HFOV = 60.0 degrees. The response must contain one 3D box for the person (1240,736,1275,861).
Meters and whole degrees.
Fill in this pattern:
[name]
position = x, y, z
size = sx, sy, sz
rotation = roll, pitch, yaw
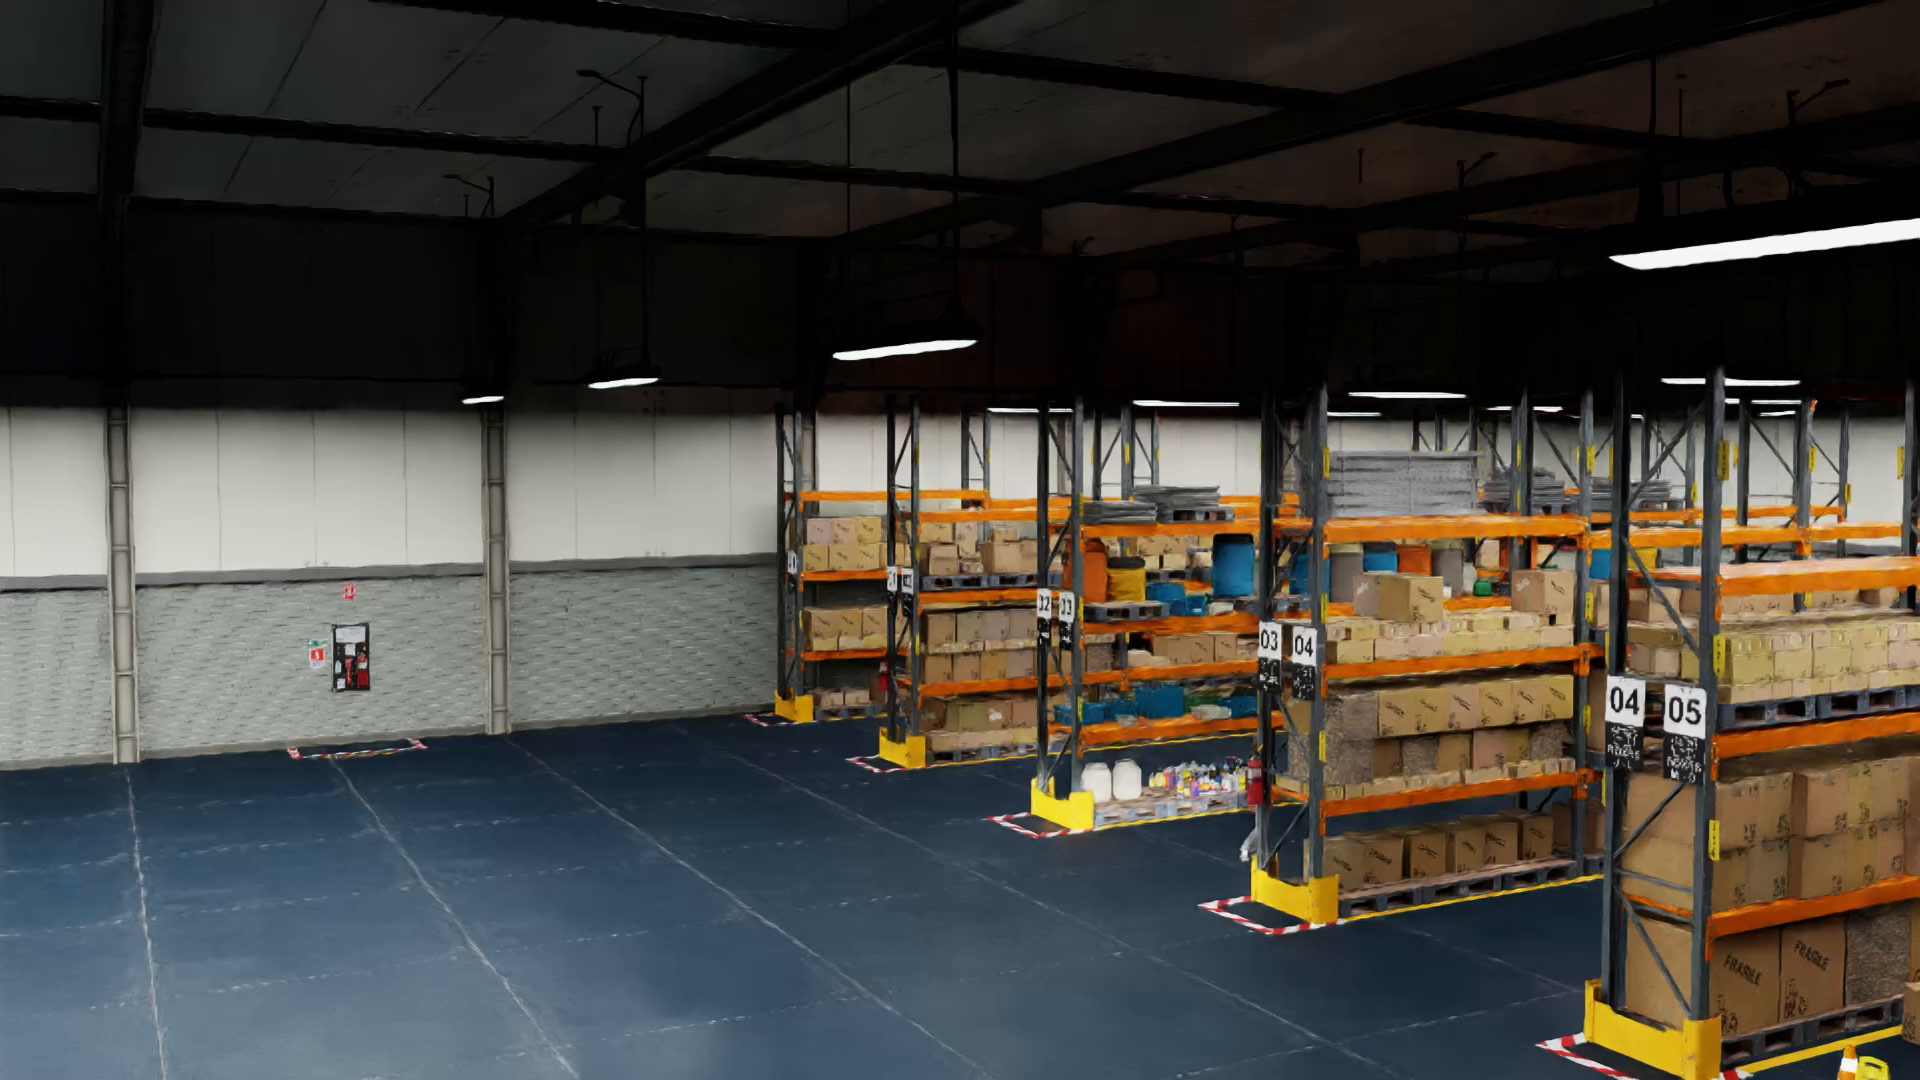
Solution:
[person]
position = 3.673, 3.206, 20.509
size = 0.400, 1.594, 0.453
rotation = 2, 4, 32
